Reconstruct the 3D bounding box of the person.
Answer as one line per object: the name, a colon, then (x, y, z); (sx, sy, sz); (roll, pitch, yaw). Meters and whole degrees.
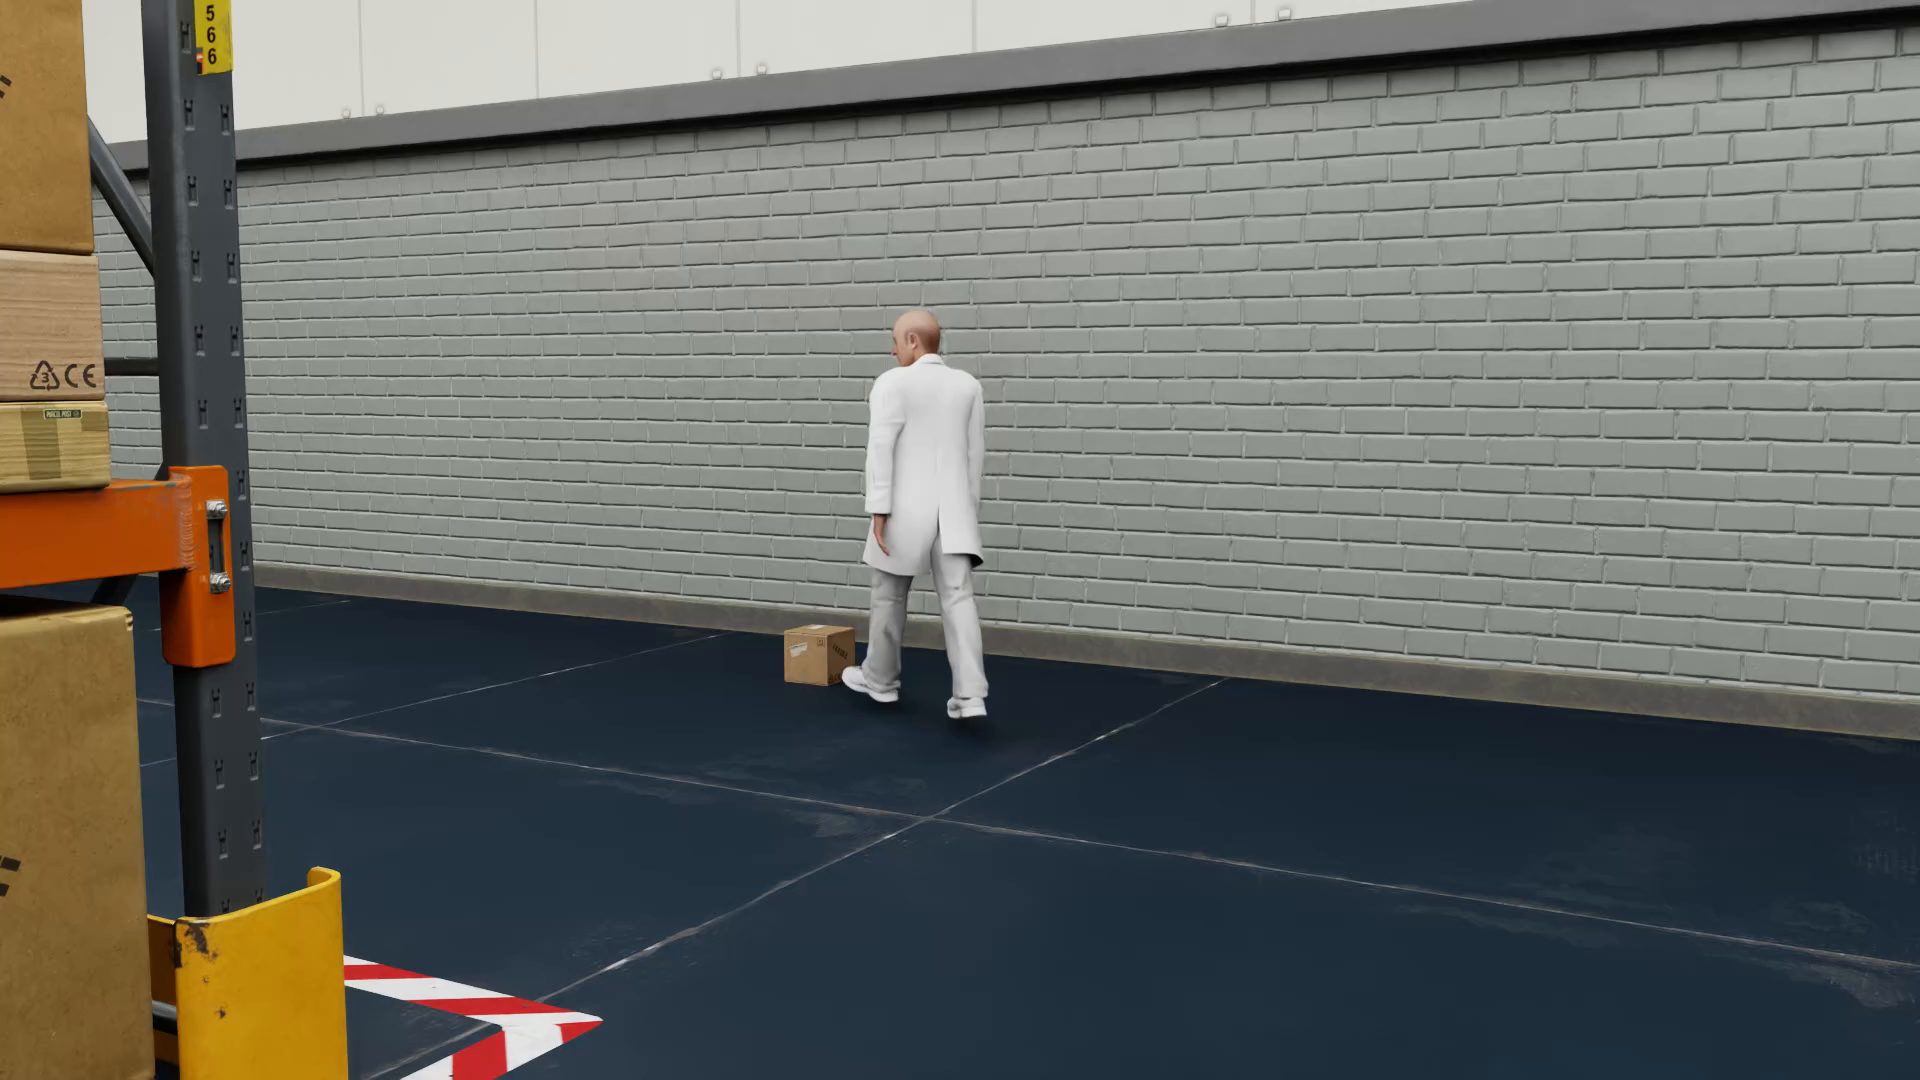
person: (-0.164, -0.022, 7.183); (0.597, 1.527, 1.068); (-2, 6, -22)
